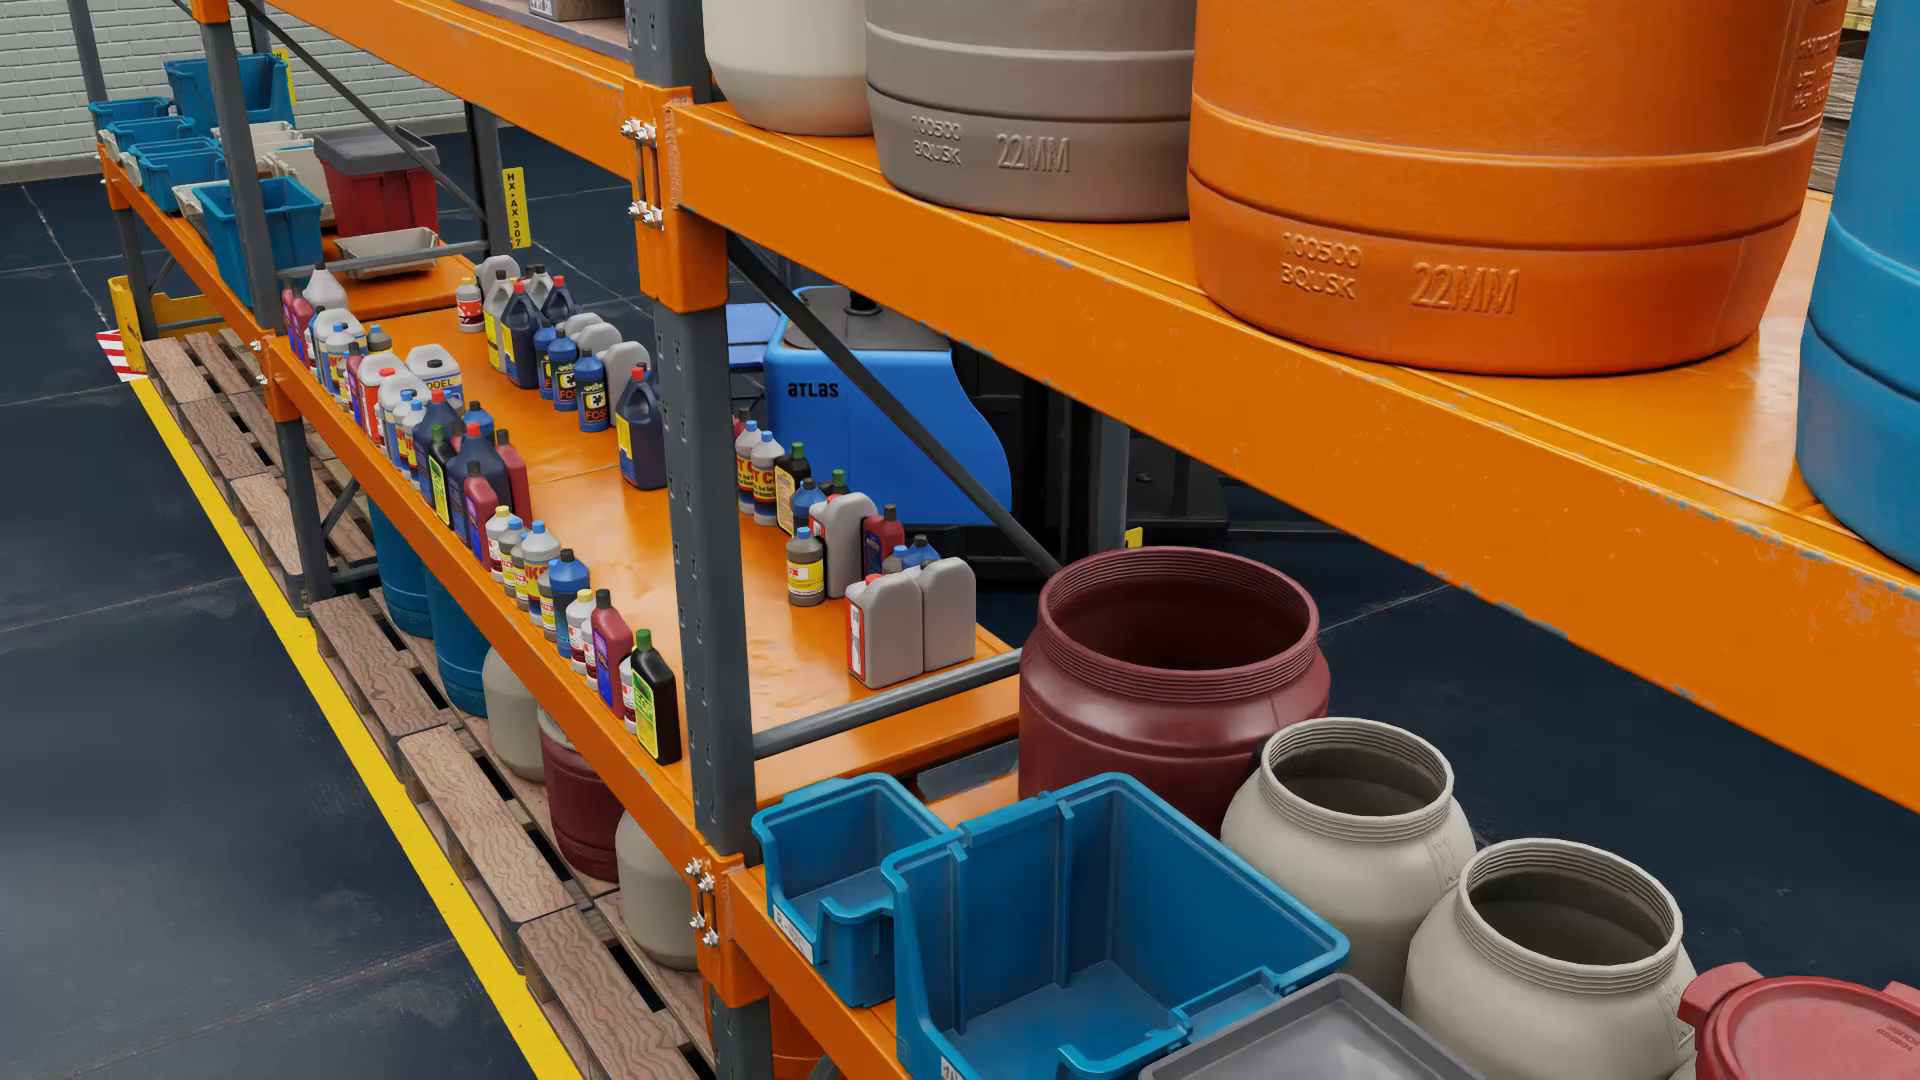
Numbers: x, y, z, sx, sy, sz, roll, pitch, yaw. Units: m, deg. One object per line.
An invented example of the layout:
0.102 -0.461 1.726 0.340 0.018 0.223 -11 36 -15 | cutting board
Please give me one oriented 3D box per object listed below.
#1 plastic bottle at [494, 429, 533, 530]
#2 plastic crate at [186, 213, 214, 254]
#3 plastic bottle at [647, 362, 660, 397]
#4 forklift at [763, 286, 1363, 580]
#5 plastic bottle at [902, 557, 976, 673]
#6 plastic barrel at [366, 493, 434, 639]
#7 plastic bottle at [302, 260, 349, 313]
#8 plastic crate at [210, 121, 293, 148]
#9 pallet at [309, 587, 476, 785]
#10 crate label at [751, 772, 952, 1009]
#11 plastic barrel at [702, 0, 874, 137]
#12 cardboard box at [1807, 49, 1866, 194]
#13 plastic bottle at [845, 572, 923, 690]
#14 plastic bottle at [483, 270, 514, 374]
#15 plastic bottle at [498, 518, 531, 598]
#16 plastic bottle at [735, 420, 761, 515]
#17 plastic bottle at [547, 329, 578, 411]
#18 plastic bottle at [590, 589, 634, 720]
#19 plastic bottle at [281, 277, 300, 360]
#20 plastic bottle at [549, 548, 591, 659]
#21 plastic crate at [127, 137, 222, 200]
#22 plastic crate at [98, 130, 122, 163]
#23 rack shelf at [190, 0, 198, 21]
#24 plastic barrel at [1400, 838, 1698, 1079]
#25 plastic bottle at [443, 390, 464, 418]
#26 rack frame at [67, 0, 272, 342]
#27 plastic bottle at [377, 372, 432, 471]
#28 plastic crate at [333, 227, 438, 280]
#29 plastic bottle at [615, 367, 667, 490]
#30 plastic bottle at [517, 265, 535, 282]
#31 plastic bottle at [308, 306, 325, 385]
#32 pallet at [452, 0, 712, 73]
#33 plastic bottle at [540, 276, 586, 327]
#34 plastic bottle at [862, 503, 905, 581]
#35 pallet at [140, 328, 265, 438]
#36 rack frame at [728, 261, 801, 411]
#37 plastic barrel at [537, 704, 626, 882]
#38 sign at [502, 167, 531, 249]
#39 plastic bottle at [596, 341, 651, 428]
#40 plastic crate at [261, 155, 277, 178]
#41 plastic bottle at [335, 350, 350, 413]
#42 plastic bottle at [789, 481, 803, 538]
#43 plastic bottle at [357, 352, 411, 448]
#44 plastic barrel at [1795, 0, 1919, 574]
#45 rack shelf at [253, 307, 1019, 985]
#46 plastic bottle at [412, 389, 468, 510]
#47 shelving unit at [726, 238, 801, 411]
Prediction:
-1.273 -0.167 4.727 0.061 0.283 0.133 -16 29 -30 | plastic bottle
-3.111 -1.337 7.321 0.437 0.125 0.590 -16 29 -30 | plastic crate
-0.897 -0.428 5.200 0.144 0.351 0.185 -16 29 -30 | plastic bottle
0.690 -1.319 7.110 3.031 2.935 1.130 1 25 2 | forklift
-0.056 0.160 4.043 0.152 0.276 0.135 -16 29 -30 | plastic bottle
-1.992 -0.139 6.497 0.600 0.901 0.708 -16 29 -30 | plastic barrel
-2.332 -0.858 6.113 0.144 0.351 0.185 -16 29 -30 | plastic bottle
-3.861 -2.186 9.105 0.396 0.136 0.243 -16 29 -30 | plastic crate
-1.888 0.450 6.549 1.003 0.211 1.213 -16 29 -30 | pallet
-0.175 0.648 3.060 0.303 0.233 0.416 -16 29 -30 | crate label
-0.178 -0.890 2.478 0.421 0.512 0.421 0 25 0 | plastic barrel
3.673 -1.584 6.300 0.797 0.503 0.637 -14 29 -28 | cardboard box
-0.184 0.196 3.967 0.152 0.276 0.135 -16 29 -30 | plastic bottle
-1.619 -0.788 5.964 0.144 0.351 0.185 -16 29 -30 | plastic bottle
-1.162 0.042 4.381 0.097 0.201 0.097 0 25 0 | plastic bottle
-0.601 -0.216 4.845 0.097 0.271 0.097 0 25 0 | plastic bottle
-1.335 -0.578 5.611 0.097 0.271 0.097 0 25 0 | plastic bottle
-0.795 0.259 3.824 0.061 0.283 0.133 -16 29 -30 | plastic bottle
-2.432 -0.813 6.096 0.061 0.283 0.133 -16 29 -30 | plastic bottle
-0.949 0.149 4.071 0.097 0.271 0.097 0 25 0 | plastic bottle
-3.880 -1.843 8.266 0.416 0.233 0.300 -16 29 -30 | plastic crate
-4.493 -2.136 9.000 0.250 0.136 0.298 -16 29 -30 | plastic crate
-3.366 -2.843 7.588 1.077 0.370 4.000 -16 29 -30 | rack shelf
0.880 0.752 2.512 0.421 0.512 0.421 0 25 0 | plastic barrel
-1.615 -0.374 5.261 0.097 0.201 0.097 0 25 0 | plastic bottle
-4.458 -2.527 9.590 1.000 3.000 0.127 -16 29 -30 | rack frame
-1.709 -0.372 5.170 0.152 0.276 0.135 -16 29 -30 | plastic bottle
-2.409 -1.204 7.026 0.396 0.136 0.243 -16 29 -30 | plastic crate
-0.951 -0.344 5.023 0.144 0.351 0.185 -16 29 -30 | plastic bottle
-1.624 -0.906 6.292 0.061 0.283 0.133 -16 29 -30 | plastic bottle
-2.228 -0.688 5.845 0.097 0.271 0.097 0 25 0 | plastic bottle
-0.427 -1.233 3.556 1.003 0.211 1.213 -16 29 -30 | pallet
-1.398 -0.756 5.895 0.144 0.351 0.185 -16 29 -30 | plastic bottle
-0.198 0.029 4.313 0.061 0.283 0.133 -16 29 -30 | plastic bottle
-4.040 -0.962 9.541 1.003 0.211 1.213 -16 29 -30 | pallet
-1.003 -0.940 7.985 0.500 1.500 0.032 -4 26 -9 | rack frame
-0.989 0.660 5.172 0.600 0.588 0.708 -16 29 -30 | plastic barrel
-1.813 -1.349 6.770 0.100 0.325 0.005 -16 29 -30 | sign
-1.114 -0.533 5.510 0.152 0.276 0.135 -16 29 -30 | plastic bottle
-3.366 -1.883 8.464 0.298 0.136 0.250 -16 29 -30 | plastic crate
-2.048 -0.539 5.611 0.097 0.201 0.097 0 25 0 | plastic bottle
-0.422 -0.067 4.611 0.097 0.201 0.097 0 25 0 | plastic bottle
-1.836 -0.455 5.345 0.152 0.276 0.135 -16 29 -30 | plastic bottle
0.919 -0.418 1.020 0.600 0.901 0.708 -16 29 -30 | plastic barrel
-1.183 -0.056 5.198 1.077 0.370 4.000 -16 29 -30 | rack shelf
-1.519 -0.278 4.883 0.144 0.351 0.185 -16 29 -30 | plastic bottle
-1.089 -1.154 8.438 0.538 1.500 1.048 -4 26 -9 | shelving unit
